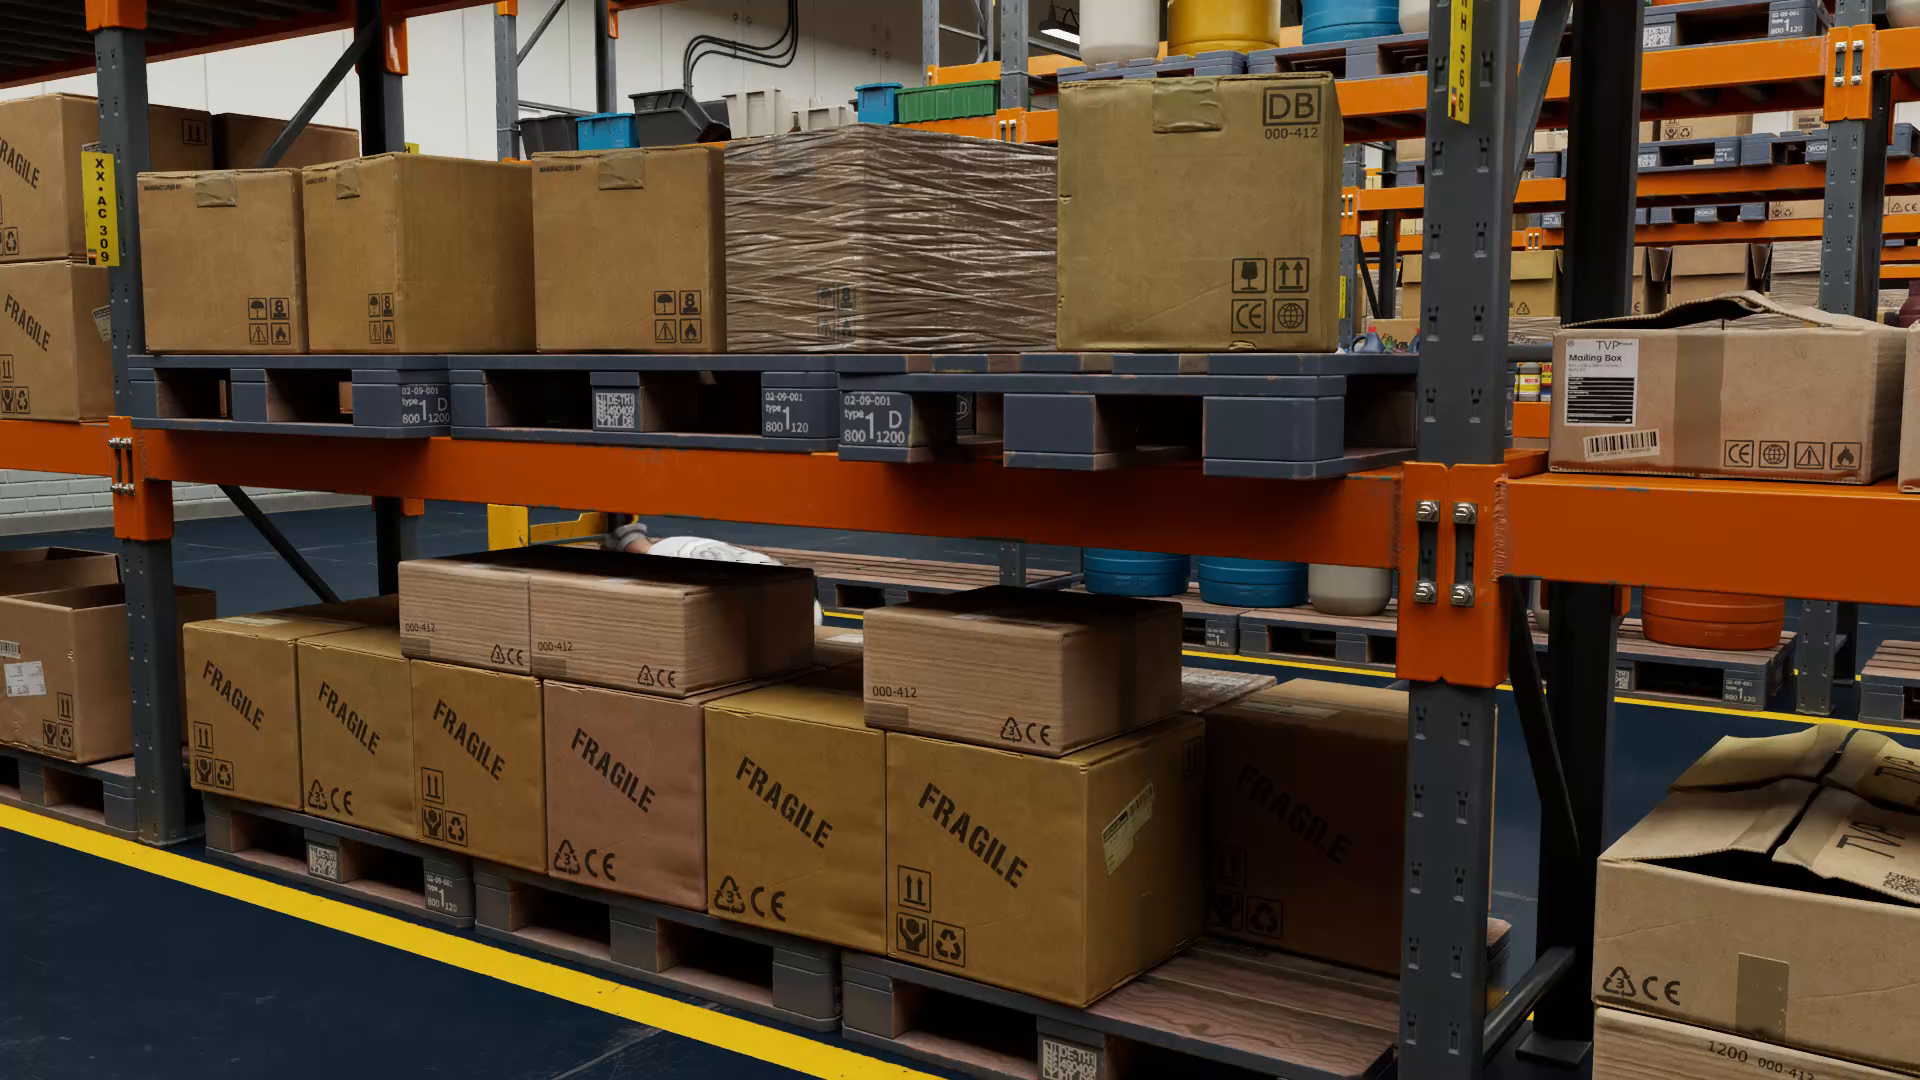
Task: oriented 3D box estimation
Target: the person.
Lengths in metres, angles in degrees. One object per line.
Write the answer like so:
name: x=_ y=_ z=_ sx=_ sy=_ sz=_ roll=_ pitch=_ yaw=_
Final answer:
person: x=-1.047 y=0.386 z=6.829 sx=0.996 sy=0.886 sz=0.539 roll=4 pitch=7 yaw=33
